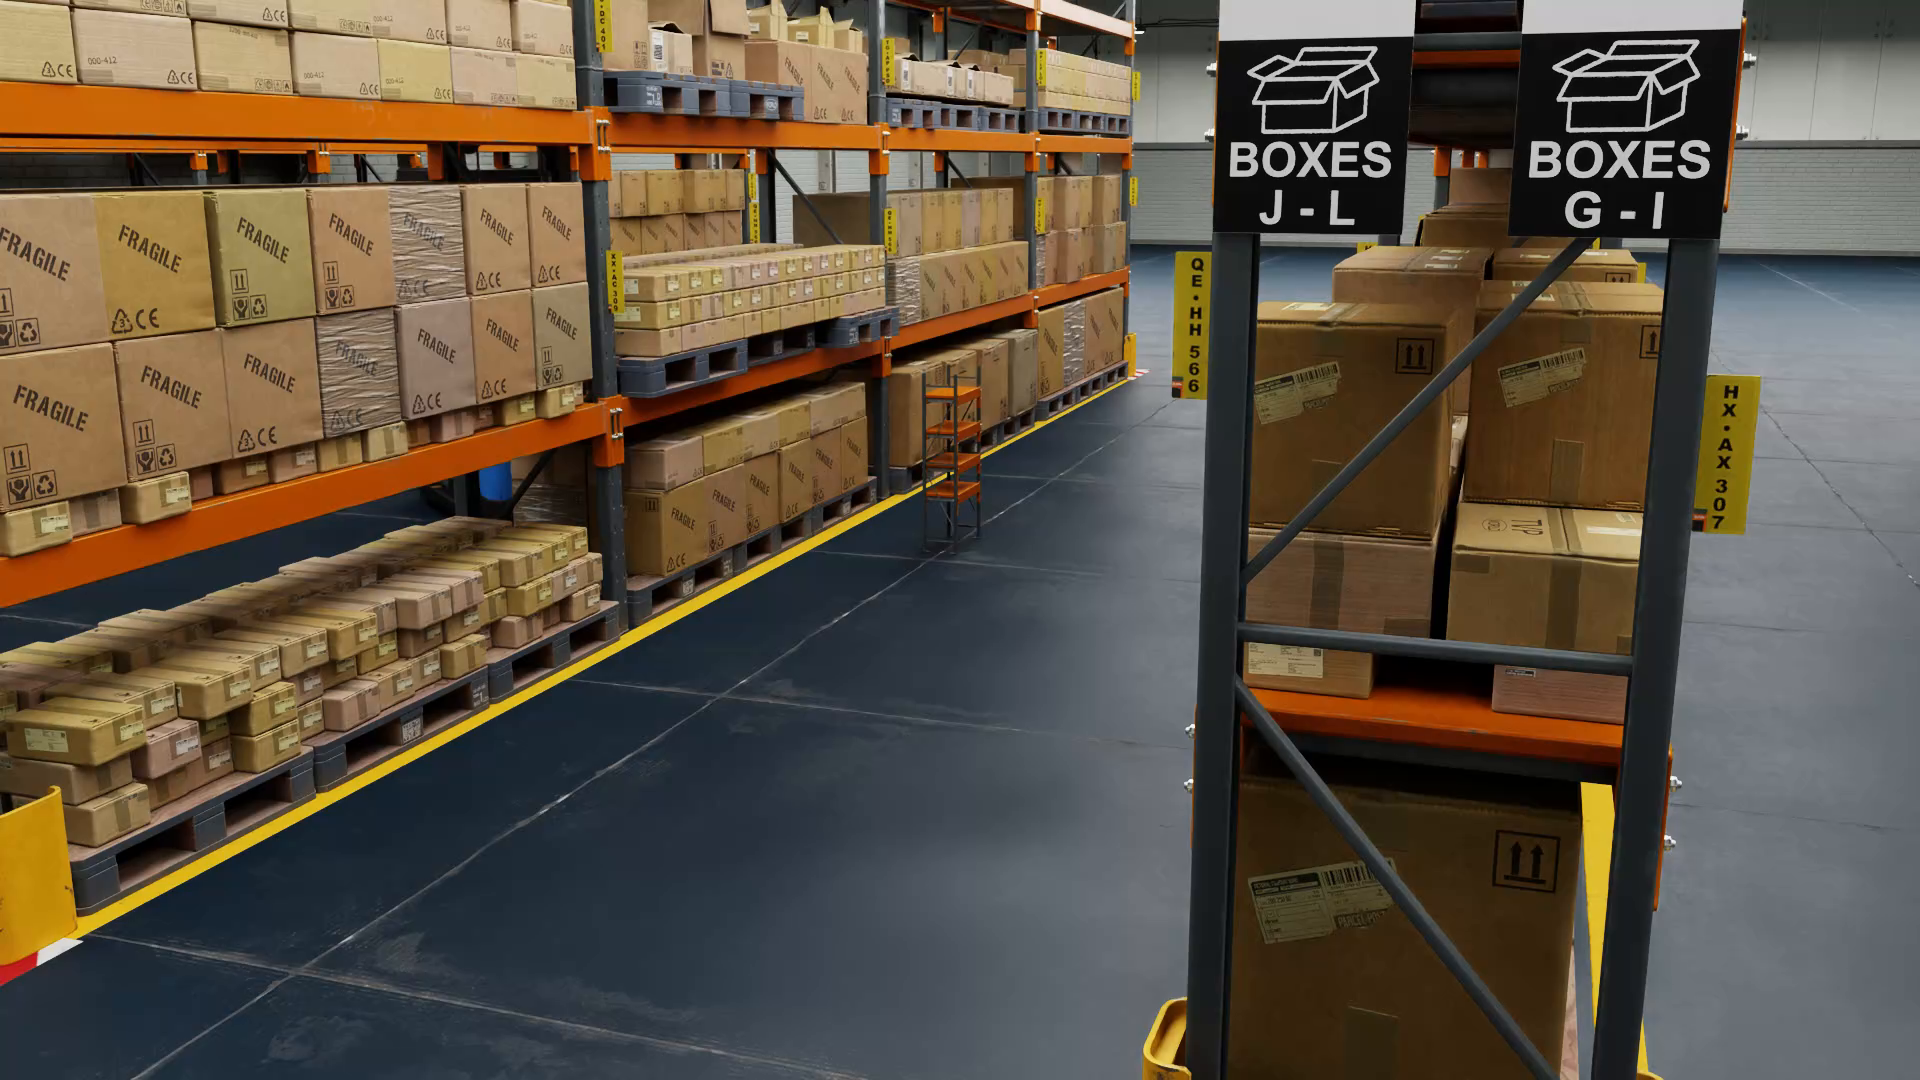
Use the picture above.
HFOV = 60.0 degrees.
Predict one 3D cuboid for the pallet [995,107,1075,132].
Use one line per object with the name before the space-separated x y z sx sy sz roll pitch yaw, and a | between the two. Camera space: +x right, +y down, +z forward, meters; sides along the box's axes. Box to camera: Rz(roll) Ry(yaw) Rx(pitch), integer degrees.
pallet | 0.530 -4.249 16.821 1.003 0.211 1.213 4 14 18

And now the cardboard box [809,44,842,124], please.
cardboard box | -1.133 -3.082 11.286 0.500 0.500 0.500 4 14 18

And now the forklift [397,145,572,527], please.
forklift | -3.495 -1.729 12.476 1.130 2.935 3.031 -8 15 -30

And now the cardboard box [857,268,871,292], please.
cardboard box | -0.853 -1.850 11.805 0.380 0.149 0.250 5 14 21

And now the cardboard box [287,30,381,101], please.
cardboard box | -2.734 -1.925 6.776 0.500 0.250 0.500 4 14 18

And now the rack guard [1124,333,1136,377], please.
rack guard | 1.557 -2.287 20.384 1.175 0.500 0.348 4 14 18

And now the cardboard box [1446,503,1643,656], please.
cardboard box | 1.444 0.093 4.007 0.500 0.250 0.500 4 13 17

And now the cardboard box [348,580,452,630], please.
cardboard box | -2.554 0.295 7.581 0.380 0.149 0.250 4 13 16

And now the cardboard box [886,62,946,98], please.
cardboard box | -0.434 -3.701 13.389 0.500 0.250 0.500 5 14 20

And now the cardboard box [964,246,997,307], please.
cardboard box | 0.013 -2.365 14.884 0.500 0.500 0.500 5 14 19

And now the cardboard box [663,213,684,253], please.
cardboard box | -3.595 -3.580 19.537 0.500 0.500 0.500 5 14 19

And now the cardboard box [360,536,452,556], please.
cardboard box | -2.821 0.089 8.481 0.380 0.149 0.250 4 14 18

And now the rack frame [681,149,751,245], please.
rack frame | -3.167 -3.836 21.552 1.000 3.000 0.127 4 14 18

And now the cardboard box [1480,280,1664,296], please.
cardboard box | 1.768 -0.487 4.865 0.500 0.500 0.500 4 13 17

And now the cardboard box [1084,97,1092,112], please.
cardboard box | 1.187 -4.624 17.661 0.380 0.149 0.250 5 14 19

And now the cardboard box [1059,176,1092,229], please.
cardboard box | 0.944 -3.673 18.076 0.875 0.550 0.500 4 14 18

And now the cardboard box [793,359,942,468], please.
cardboard box | -0.757 -1.046 13.440 1.050 0.750 0.750 4 14 18

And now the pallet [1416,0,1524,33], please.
pallet | 1.263 -1.329 4.029 1.003 0.211 1.213 4 14 18

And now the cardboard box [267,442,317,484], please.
cardboard box | -2.860 -0.333 6.770 0.380 0.149 0.250 4 13 17

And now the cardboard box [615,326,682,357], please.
cardboard box | -1.770 -1.106 9.213 0.380 0.149 0.250 4 13 16

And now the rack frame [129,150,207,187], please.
rack frame | -9.159 -3.350 19.424 1.000 3.000 0.127 4 14 18

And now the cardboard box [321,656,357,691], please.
cardboard box | -2.847 0.536 7.192 0.380 0.149 0.250 5 14 21

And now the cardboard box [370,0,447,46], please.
cardboard box | -2.585 -2.273 7.176 0.500 0.250 0.500 5 14 21

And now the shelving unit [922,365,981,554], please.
shelving unit | -0.054 -0.550 11.202 0.258 1.200 0.503 4 14 18

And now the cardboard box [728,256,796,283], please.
cardboard box | -1.269 -1.725 10.590 0.380 0.149 0.250 5 14 20

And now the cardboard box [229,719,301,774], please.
cardboard box | -2.887 0.807 6.676 0.380 0.149 0.250 5 14 19

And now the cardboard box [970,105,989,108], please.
cardboard box | 0.071 -4.351 16.467 0.380 0.149 0.250 4 14 18

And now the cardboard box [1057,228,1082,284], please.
cardboard box | 0.806 -3.033 17.696 0.875 0.550 0.550 4 14 18

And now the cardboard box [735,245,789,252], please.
cardboard box | -1.456 -2.048 12.004 0.380 0.149 0.250 4 13 17

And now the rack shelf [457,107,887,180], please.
rack shelf | -1.686 -2.507 10.605 1.077 0.370 4.000 4 14 18

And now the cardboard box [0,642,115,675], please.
cardboard box | -3.597 0.521 6.589 0.380 0.149 0.250 4 13 17

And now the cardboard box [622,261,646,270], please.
cardboard box | -2.132 -1.611 10.088 0.380 0.149 0.250 4 14 18

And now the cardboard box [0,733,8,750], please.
cardboard box | -3.727 0.777 6.138 0.380 0.149 0.250 4 13 17

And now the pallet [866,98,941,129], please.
pallet | -0.881 -3.326 13.001 1.213 0.211 1.003 5 14 21

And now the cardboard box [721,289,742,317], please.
cardboard box | -1.522 -1.415 9.898 0.380 0.149 0.250 4 13 16

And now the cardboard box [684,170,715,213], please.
cardboard box | -3.364 -4.173 19.888 0.700 0.500 0.500 4 14 18

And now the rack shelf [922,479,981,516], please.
rack shelf | -0.054 -0.291 11.261 0.258 0.148 0.480 4 14 18

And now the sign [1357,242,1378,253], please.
sign | 1.811 -1.158 7.398 0.100 0.325 0.005 4 14 18

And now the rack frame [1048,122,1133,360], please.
rack frame | 1.550 -3.500 20.083 1.000 3.000 0.127 4 14 18

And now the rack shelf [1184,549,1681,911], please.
rack shelf | 1.680 0.176 5.591 1.077 0.370 4.000 4 14 18

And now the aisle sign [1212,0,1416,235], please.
aisle sign | 0.726 -1.027 3.405 0.394 0.787 0.004 4 14 18

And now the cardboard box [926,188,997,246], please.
cardboard box | -0.064 -2.981 15.336 0.700 0.500 0.500 4 13 17

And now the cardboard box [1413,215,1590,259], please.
cardboard box | 2.526 -1.268 7.825 0.797 0.503 0.637 4 13 17

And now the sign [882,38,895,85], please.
sign | -0.526 -3.491 12.139 0.100 0.325 0.005 4 14 18

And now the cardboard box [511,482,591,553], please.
cardboard box | -2.332 -0.134 10.007 0.500 0.500 0.500 4 13 17

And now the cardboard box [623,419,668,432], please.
cardboard box | -2.152 -0.608 10.398 0.500 0.250 0.500 5 14 21

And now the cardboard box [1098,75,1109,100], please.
cardboard box | 1.330 -4.954 18.212 0.500 0.250 0.500 4 14 18

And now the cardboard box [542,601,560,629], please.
cardboard box | -2.301 0.367 8.601 0.380 0.149 0.250 5 14 20

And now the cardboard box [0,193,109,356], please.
cardboard box | -3.231 -0.888 5.498 0.500 0.500 0.500 4 14 18

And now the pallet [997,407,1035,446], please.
pallet | 0.077 -1.131 15.968 1.003 0.211 1.213 4 14 18

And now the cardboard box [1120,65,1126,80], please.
cardboard box | 1.680 -5.335 18.983 0.380 0.149 0.250 4 14 19

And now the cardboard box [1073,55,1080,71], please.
cardboard box | 1.023 -4.907 17.111 0.380 0.149 0.250 5 14 19

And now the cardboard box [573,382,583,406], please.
cardboard box | -2.204 -0.774 8.704 0.380 0.149 0.250 4 14 18

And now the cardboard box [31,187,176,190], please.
cardboard box | -3.391 -1.144 6.619 0.500 0.500 0.500 5 14 21

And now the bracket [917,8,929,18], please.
bracket | -0.976 -13.730 43.333 0.235 0.232 0.430 4 14 18

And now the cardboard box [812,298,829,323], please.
cardboard box | -1.098 -1.546 11.141 0.380 0.149 0.250 4 13 16
